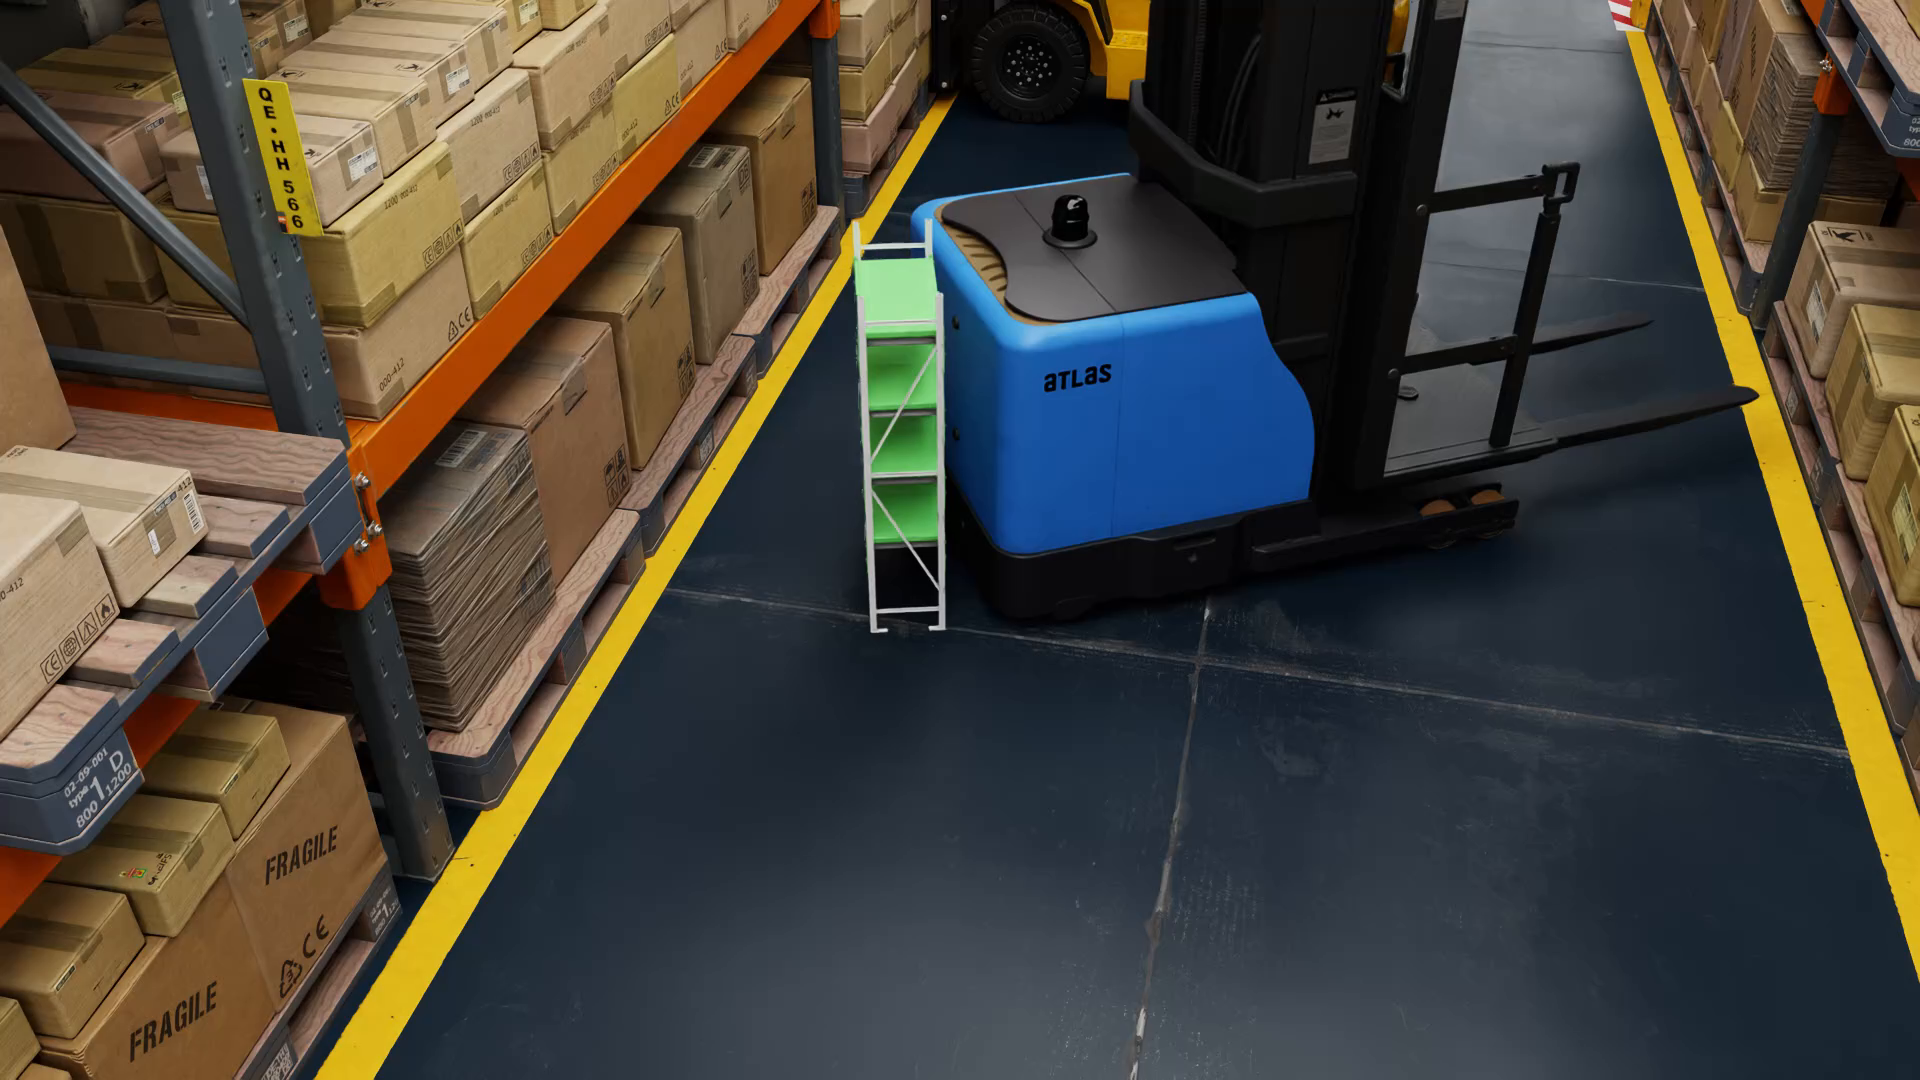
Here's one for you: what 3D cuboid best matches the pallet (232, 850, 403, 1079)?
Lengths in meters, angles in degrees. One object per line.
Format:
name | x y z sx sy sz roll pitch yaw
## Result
pallet | -2.082 1.167 3.960 1.003 0.211 1.213 7 37 10

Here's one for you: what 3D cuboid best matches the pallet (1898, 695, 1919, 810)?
pallet | 3.133 0.916 4.307 1.003 0.211 1.213 7 37 10

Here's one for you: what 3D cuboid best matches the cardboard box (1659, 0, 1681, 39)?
cardboard box | 4.231 -2.981 9.292 0.500 0.250 0.500 7 37 10

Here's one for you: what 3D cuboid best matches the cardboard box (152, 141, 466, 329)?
cardboard box | -1.528 -0.748 3.928 0.500 0.250 0.500 7 37 10

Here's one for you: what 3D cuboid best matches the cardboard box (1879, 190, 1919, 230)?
cardboard box | 4.208 -1.420 7.138 0.500 0.250 0.500 6 36 8

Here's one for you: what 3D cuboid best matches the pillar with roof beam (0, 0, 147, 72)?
pillar with roof beam | 1.718 -3.135 2.408 9.100 9.000 0.400 7 37 10

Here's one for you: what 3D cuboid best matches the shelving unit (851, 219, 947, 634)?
shelving unit | -0.186 -0.338 5.194 0.258 1.200 0.503 -3 36 -4

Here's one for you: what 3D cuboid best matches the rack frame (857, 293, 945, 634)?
rack frame | -0.167 -0.196 4.997 0.240 1.200 0.015 -3 36 -4

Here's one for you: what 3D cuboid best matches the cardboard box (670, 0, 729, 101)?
cardboard box | -1.121 -1.727 5.704 0.500 0.250 0.500 8 37 10

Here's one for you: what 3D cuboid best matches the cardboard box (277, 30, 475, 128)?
cardboard box | -1.444 -1.138 4.127 0.380 0.149 0.250 8 37 11

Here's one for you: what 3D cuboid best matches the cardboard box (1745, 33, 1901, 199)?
cardboard box | 3.683 -1.792 7.013 0.500 0.500 0.500 7 36 9

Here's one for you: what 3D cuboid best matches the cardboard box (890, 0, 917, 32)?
cardboard box | -0.502 -2.670 8.011 0.500 0.250 0.500 7 37 10

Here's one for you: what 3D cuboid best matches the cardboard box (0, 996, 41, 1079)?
cardboard box | -1.972 0.960 3.089 0.380 0.149 0.250 8 37 11

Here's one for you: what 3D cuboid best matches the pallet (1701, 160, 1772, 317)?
pallet | 3.928 -1.319 7.390 1.003 0.211 1.213 7 37 10

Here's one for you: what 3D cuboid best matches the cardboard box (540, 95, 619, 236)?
cardboard box | -1.337 -1.133 4.884 0.500 0.250 0.500 6 36 8

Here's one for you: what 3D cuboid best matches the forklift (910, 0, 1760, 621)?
forklift | 1.397 -1.439 5.237 3.031 2.935 1.130 -11 37 -15

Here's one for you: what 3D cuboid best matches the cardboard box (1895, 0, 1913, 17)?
cardboard box | 3.392 -1.850 5.602 0.380 0.149 0.250 8 37 11

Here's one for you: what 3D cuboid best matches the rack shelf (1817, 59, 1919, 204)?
rack shelf | 3.391 -0.621 4.664 1.077 0.370 4.000 7 37 10

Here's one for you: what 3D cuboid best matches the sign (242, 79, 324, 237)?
sign | -1.354 -0.760 3.323 0.100 0.325 0.005 7 37 10

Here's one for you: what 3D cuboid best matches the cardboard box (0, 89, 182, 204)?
cardboard box | -2.014 -0.901 3.799 0.380 0.149 0.250 8 37 11

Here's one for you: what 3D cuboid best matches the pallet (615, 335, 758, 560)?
pallet | -1.409 -0.421 6.151 1.003 0.211 1.213 7 37 10

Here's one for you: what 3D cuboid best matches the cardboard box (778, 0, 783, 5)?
cardboard box | -0.883 -2.296 6.490 0.500 0.250 0.500 8 37 11

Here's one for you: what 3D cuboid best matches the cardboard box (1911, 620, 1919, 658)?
cardboard box | 3.244 0.382 4.549 0.950 0.372 0.625 7 36 9

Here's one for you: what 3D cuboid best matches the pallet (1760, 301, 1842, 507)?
pallet | 3.654 -0.483 6.237 1.003 0.211 1.213 7 37 10

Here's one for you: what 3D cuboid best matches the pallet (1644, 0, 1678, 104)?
pallet | 4.449 -2.718 9.320 1.003 0.211 1.213 7 37 10

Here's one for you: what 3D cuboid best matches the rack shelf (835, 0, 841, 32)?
rack shelf | -0.604 -3.534 8.683 1.077 0.370 4.000 7 37 10

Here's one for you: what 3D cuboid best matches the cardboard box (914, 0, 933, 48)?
cardboard box | -0.402 -2.752 8.551 0.500 0.250 0.500 7 37 10

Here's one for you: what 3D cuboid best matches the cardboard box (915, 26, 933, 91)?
cardboard box | -0.417 -2.561 8.713 0.500 0.250 0.500 8 37 11

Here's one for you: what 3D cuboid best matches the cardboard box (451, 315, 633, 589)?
cardboard box | -1.607 -0.326 5.309 0.875 0.625 0.625 8 37 11

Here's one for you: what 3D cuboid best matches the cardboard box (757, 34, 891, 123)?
cardboard box | -0.626 -2.177 7.756 0.500 0.250 0.500 7 37 10

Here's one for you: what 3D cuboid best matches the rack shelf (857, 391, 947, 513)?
rack shelf | -0.186 -0.287 5.232 0.258 0.148 0.480 -3 36 -4

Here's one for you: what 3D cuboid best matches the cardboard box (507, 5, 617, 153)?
cardboard box | -1.315 -1.336 4.739 0.500 0.250 0.500 6 36 9

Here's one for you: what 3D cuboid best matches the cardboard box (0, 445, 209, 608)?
cardboard box | -1.651 -0.029 3.091 0.380 0.149 0.250 8 37 11

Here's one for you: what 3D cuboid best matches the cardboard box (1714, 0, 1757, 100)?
cardboard box | 3.898 -2.376 7.819 0.500 0.500 0.500 9 37 12

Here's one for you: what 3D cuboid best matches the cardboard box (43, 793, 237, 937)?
cardboard box | -1.772 0.669 3.490 0.380 0.149 0.250 6 36 8

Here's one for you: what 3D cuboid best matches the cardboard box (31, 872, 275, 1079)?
cardboard box | -1.883 1.011 3.571 0.500 0.500 0.500 7 36 9

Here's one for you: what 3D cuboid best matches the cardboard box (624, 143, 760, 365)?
cardboard box | -1.305 -1.143 6.437 0.875 0.625 0.625 7 37 9

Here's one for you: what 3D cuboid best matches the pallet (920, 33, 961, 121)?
pallet | -0.562 -2.702 9.298 1.003 0.211 1.213 7 37 10

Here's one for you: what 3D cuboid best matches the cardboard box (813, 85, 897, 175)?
cardboard box | -0.605 -1.971 7.899 0.500 0.250 0.500 8 37 10

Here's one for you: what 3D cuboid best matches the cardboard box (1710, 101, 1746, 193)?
cardboard box | 3.786 -1.795 7.655 0.500 0.250 0.500 6 36 9

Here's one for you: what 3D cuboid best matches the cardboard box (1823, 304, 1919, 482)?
cardboard box | 3.559 -0.451 5.698 0.950 0.372 0.625 10 37 13

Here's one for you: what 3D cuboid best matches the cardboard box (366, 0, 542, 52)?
cardboard box | -1.376 -1.438 4.539 0.380 0.149 0.250 8 37 10

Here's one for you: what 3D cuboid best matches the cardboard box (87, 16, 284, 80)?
cardboard box | -1.952 -1.205 4.219 0.380 0.149 0.250 7 37 10

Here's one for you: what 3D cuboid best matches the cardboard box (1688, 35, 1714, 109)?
cardboard box | 4.010 -2.375 8.456 0.500 0.250 0.500 10 37 13

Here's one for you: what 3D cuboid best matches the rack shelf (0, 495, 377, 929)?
rack shelf | -2.313 1.052 2.355 1.077 0.370 4.000 7 37 10

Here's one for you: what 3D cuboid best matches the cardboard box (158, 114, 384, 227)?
cardboard box | -1.530 -0.835 3.707 0.380 0.149 0.250 8 37 11

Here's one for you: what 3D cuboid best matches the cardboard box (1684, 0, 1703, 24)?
cardboard box | 4.119 -2.971 8.639 0.500 0.500 0.500 6 36 8

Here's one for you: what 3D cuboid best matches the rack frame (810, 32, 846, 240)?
rack frame | -1.031 -2.679 6.890 1.000 3.000 0.127 7 37 10

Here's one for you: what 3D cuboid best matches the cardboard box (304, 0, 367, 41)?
cardboard box | -1.836 -1.495 4.619 0.380 0.149 0.250 7 37 10

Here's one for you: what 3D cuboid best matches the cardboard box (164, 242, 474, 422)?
cardboard box | -1.552 -0.549 4.079 0.500 0.250 0.500 7 37 10

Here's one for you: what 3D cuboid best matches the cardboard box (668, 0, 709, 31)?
cardboard box | -1.104 -1.919 5.543 0.500 0.250 0.500 8 37 11

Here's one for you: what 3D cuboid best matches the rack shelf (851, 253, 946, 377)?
rack shelf | -0.186 -0.675 4.950 0.258 0.148 0.480 -3 36 -4
